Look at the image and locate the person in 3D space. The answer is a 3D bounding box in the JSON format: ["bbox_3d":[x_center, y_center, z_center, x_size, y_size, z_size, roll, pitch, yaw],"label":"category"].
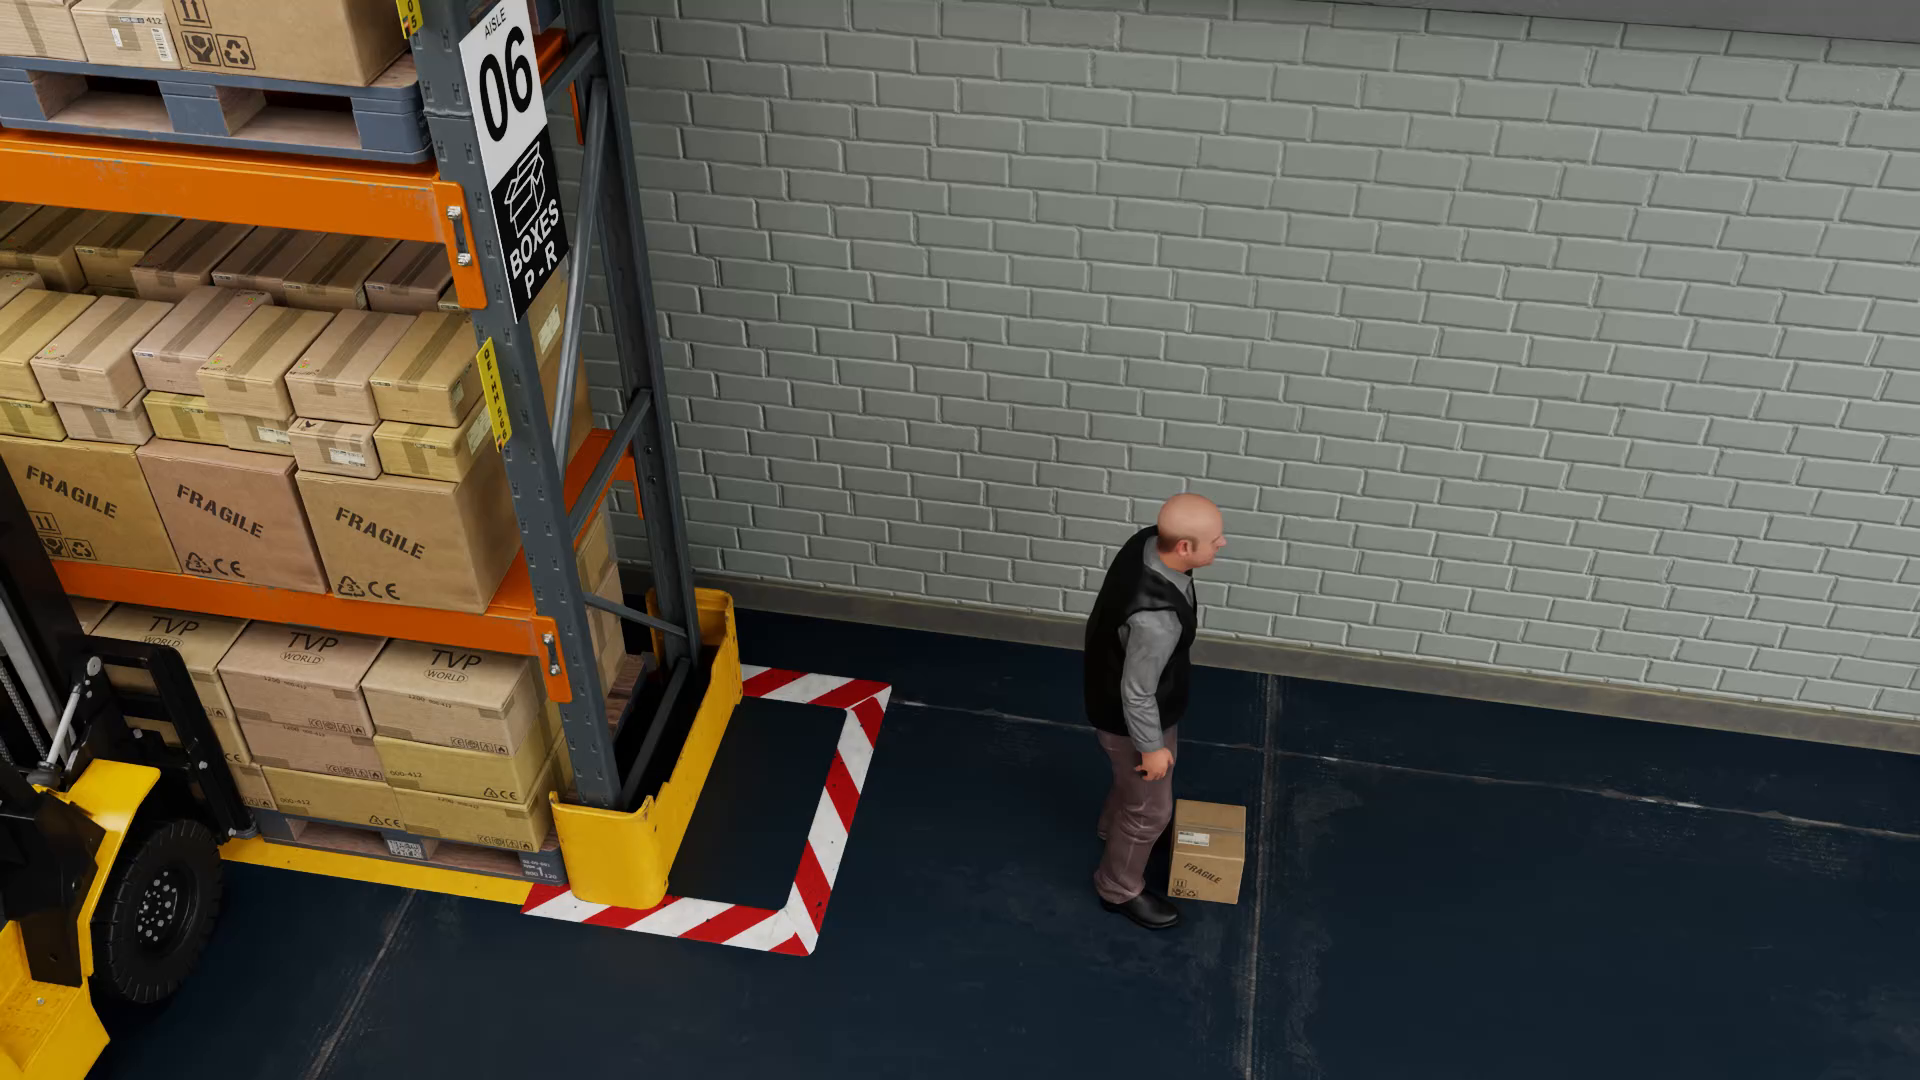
[{"bbox_3d":[0.610,0.536,5.544,0.413,1.719,0.581,6,41,7],"label":"person"}]
